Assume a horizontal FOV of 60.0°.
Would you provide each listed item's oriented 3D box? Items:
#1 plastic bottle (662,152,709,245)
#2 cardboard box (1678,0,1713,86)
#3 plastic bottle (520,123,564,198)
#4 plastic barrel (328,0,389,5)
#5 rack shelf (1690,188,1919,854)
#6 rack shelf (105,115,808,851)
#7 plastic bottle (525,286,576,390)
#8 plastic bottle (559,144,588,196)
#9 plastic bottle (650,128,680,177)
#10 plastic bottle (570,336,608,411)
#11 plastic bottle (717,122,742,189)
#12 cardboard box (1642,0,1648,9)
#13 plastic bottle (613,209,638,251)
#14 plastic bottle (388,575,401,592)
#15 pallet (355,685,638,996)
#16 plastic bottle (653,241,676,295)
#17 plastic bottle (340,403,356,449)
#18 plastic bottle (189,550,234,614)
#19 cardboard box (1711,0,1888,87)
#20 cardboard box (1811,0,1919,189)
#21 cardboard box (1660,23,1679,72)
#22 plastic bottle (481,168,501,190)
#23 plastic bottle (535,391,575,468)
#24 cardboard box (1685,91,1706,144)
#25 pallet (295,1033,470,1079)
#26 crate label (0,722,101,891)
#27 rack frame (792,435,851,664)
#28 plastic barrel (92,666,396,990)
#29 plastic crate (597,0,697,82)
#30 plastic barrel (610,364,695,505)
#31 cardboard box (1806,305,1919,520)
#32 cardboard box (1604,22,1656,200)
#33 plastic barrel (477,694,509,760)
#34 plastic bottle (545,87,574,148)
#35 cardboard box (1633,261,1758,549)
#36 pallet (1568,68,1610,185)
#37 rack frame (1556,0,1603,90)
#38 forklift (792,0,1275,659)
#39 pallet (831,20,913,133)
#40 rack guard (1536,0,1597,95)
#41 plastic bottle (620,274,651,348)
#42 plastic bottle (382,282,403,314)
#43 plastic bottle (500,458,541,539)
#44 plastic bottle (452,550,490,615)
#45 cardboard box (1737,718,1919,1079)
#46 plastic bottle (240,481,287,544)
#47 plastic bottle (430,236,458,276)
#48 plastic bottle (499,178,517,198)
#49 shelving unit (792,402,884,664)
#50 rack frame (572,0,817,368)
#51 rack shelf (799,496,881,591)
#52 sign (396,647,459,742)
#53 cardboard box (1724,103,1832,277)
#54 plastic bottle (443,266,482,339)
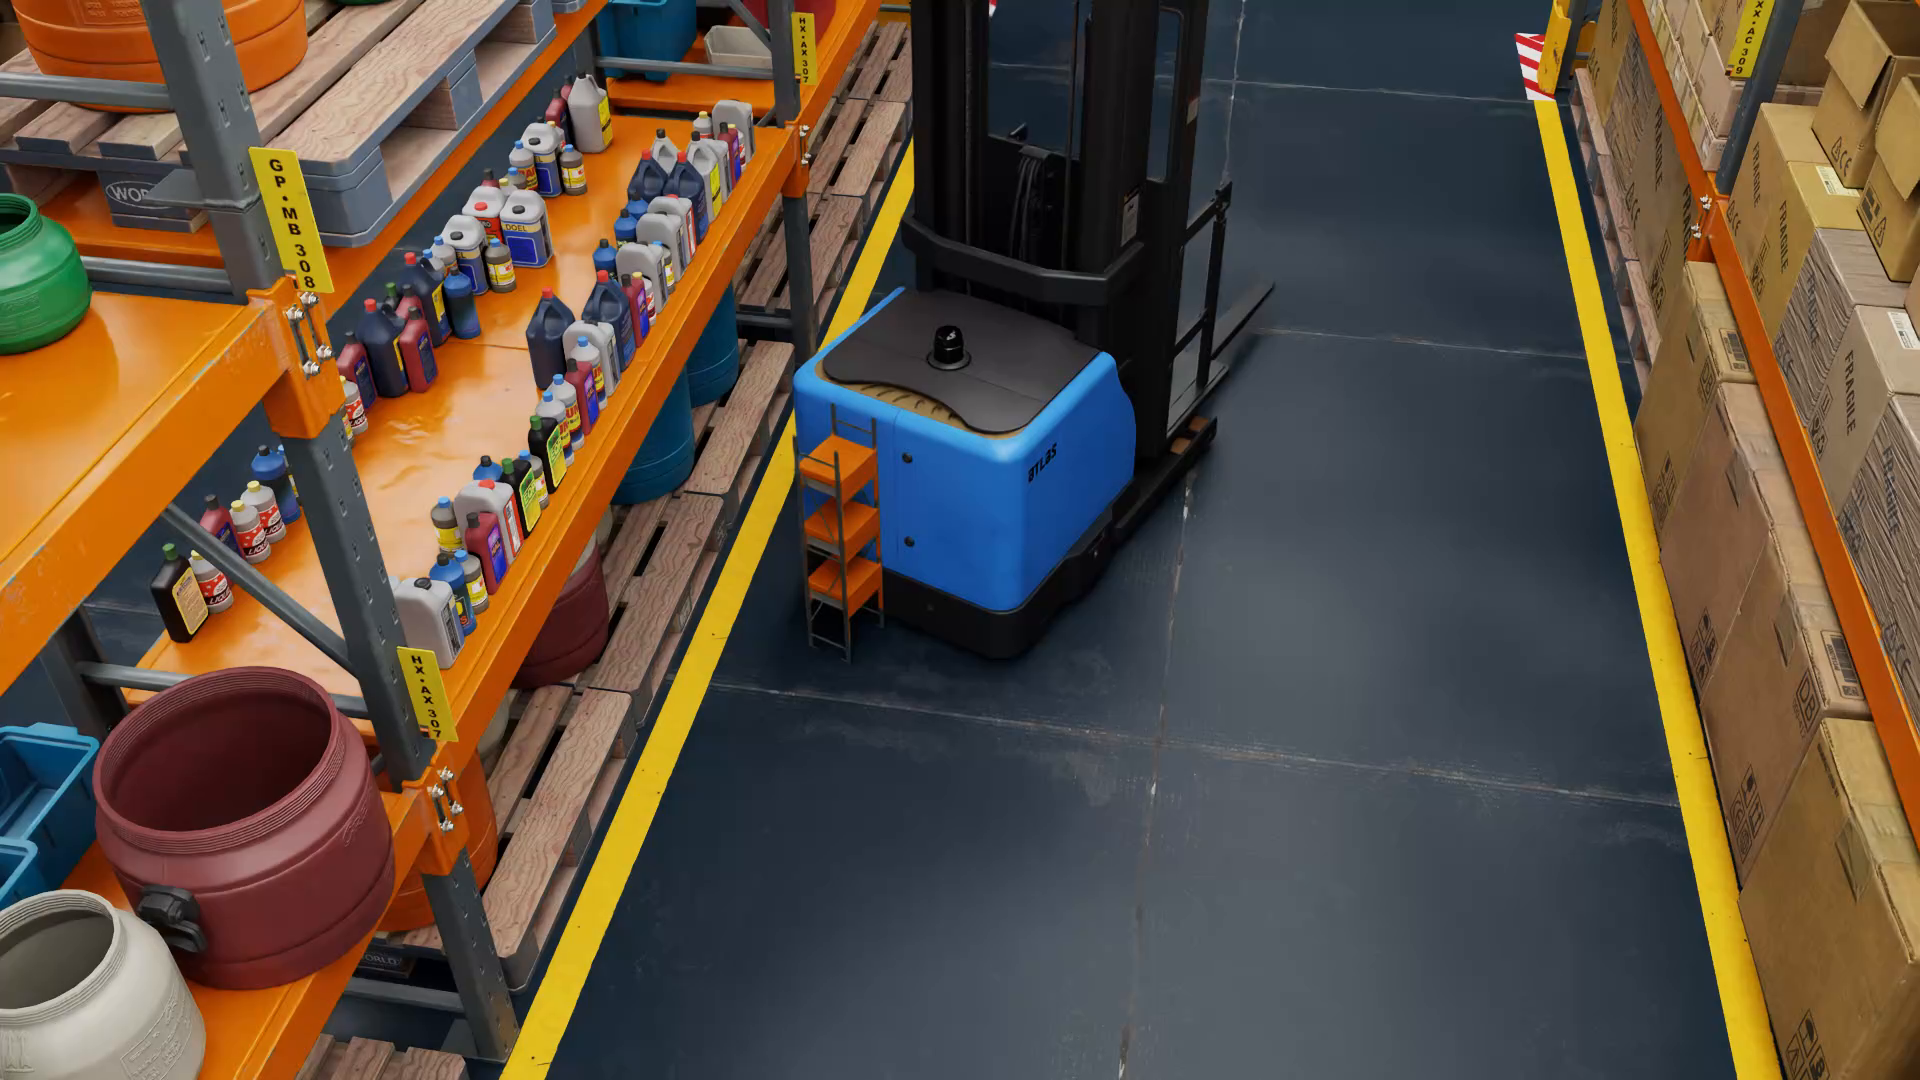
[{"bbox_3d":[-1.090,-1.355,6.574,0.144,0.351,0.185,6,40,8],"label":"plastic bottle"},{"bbox_3d":[3.562,-2.245,7.496,0.500,0.250,0.500,8,40,9],"label":"cardboard box"},{"bbox_3d":[-1.740,-1.577,6.901,0.152,0.276,0.135,6,40,8],"label":"plastic bottle"},{"bbox_3d":[-1.503,-1.491,4.137,0.294,0.245,0.294,0,40,0],"label":"plastic barrel"},{"bbox_3d":[3.311,-0.025,5.490,1.077,0.370,4.000,6,40,8],"label":"rack shelf"},{"bbox_3d":[-1.567,-0.571,6.151,1.077,0.370,4.000,6,40,8],"label":"rack shelf"},{"bbox_3d":[-1.421,-0.712,5.796,0.144,0.351,0.185,6,40,8],"label":"plastic bottle"},{"bbox_3d":[-1.613,-1.546,6.922,0.097,0.201,0.097,0,40,0],"label":"plastic bottle"},{"bbox_3d":[-1.200,-1.487,6.733,0.144,0.351,0.185,6,40,8],"label":"plastic bottle"},{"bbox_3d":[-1.273,-0.574,5.691,0.097,0.271,0.097,0,40,0],"label":"plastic bottle"},{"bbox_3d":[-0.966,-1.625,6.953,0.061,0.283,0.133,6,40,8],"label":"plastic bottle"},{"bbox_3d":[3.698,-2.819,8.502,0.380,0.149,0.250,5,40,7],"label":"cardboard box"},{"bbox_3d":[-1.271,-1.142,6.379,0.097,0.271,0.097,0,40,0],"label":"plastic bottle"},{"bbox_3d":[-1.670,0.202,4.749,0.152,0.276,0.135,6,40,8],"label":"plastic bottle"},{"bbox_3d":[-1.818,0.982,5.896,1.003,0.211,1.213,6,40,8],"label":"pallet"},{"bbox_3d":[-1.138,-1.038,6.307,0.097,0.201,0.097,0,40,0],"label":"plastic bottle"},{"bbox_3d":[-2.084,-0.399,5.534,0.097,0.201,0.097,0,40,0],"label":"plastic bottle"},{"bbox_3d":[-2.225,0.112,4.916,0.097,0.201,0.097,0,40,0],"label":"plastic bottle"},{"bbox_3d":[3.474,-2.221,6.878,0.500,0.500,0.500,7,40,9],"label":"cardboard box"},{"bbox_3d":[3.555,-1.580,5.942,0.797,0.503,0.637,5,40,7],"label":"cardboard box"},{"bbox_3d":[3.565,-2.334,7.916,0.380,0.149,0.250,7,40,9],"label":"cardboard box"},{"bbox_3d":[-1.858,-1.318,6.581,0.061,0.283,0.133,6,40,8],"label":"plastic bottle"},{"bbox_3d":[-1.330,-0.368,5.442,0.097,0.271,0.097,0,40,0],"label":"plastic bottle"},{"bbox_3d":[3.432,-1.850,7.330,0.380,0.149,0.250,7,40,9],"label":"cardboard box"},{"bbox_3d":[-2.085,1.964,4.709,1.003,0.211,1.213,6,40,8],"label":"pallet"},{"bbox_3d":[-2.355,0.695,4.187,0.303,0.233,0.416,6,40,8],"label":"crate label"},{"bbox_3d":[-0.524,0.057,6.357,0.200,1.050,0.008,21,44,24],"label":"rack frame"},{"bbox_3d":[-1.695,0.679,3.968,0.600,0.536,0.708,6,40,8],"label":"plastic barrel"},{"bbox_3d":[-1.476,-2.451,7.826,0.392,0.384,0.575,6,40,8],"label":"plastic crate"},{"bbox_3d":[-1.454,-0.672,7.026,0.600,0.901,0.708,6,40,8],"label":"plastic barrel"},{"bbox_3d":[3.074,-0.380,5.277,0.500,0.500,0.500,7,40,9],"label":"cardboard box"},{"bbox_3d":[4.160,-2.429,9.172,0.875,0.875,0.875,6,40,8],"label":"cardboard box"},{"bbox_3d":[-1.836,0.531,5.877,0.421,0.512,0.421,0,40,0],"label":"plastic barrel"},{"bbox_3d":[-1.728,-1.791,7.154,0.061,0.283,0.133,6,40,8],"label":"plastic bottle"},{"bbox_3d":[3.566,-0.496,6.834,1.225,0.875,0.875,7,40,8],"label":"cardboard box"},{"bbox_3d":[4.288,-2.482,10.087,1.003,0.211,1.213,6,40,8],"label":"pallet"},{"bbox_3d":[4.350,-4.067,9.816,1.000,3.000,0.127,6,40,8],"label":"rack frame"},{"bbox_3d":[0.538,-1.576,6.856,1.130,2.935,3.031,21,44,24],"label":"forklift"},{"bbox_3d":[-0.710,-3.026,10.744,1.003,0.211,1.213,6,40,8],"label":"pallet"},{"bbox_3d":[4.354,-3.119,10.630,1.175,0.500,0.348,6,40,8],"label":"rack guard"},{"bbox_3d":[-1.180,-0.849,6.015,0.061,0.283,0.133,6,40,8],"label":"plastic bottle"},{"bbox_3d":[-2.010,-0.766,5.914,0.061,0.283,0.133,6,40,8],"label":"plastic bottle"},{"bbox_3d":[-1.372,-0.153,5.173,0.061,0.283,0.133,6,40,8],"label":"plastic bottle"},{"bbox_3d":[-1.456,0.117,4.910,0.097,0.201,0.097,0,40,0],"label":"plastic bottle"},{"bbox_3d":[3.105,1.179,4.807,1.225,0.875,0.875,5,40,6],"label":"cardboard box"},{"bbox_3d":[-2.169,-0.094,5.165,0.097,0.201,0.097,0,40,0],"label":"plastic bottle"},{"bbox_3d":[-1.924,-1.009,6.217,0.097,0.271,0.097,0,40,0],"label":"plastic bottle"},{"bbox_3d":[-1.820,-1.357,6.693,0.097,0.201,0.097,0,40,0],"label":"plastic bottle"},{"bbox_3d":[-0.461,-0.009,6.437,0.215,1.050,0.252,21,44,24],"label":"shelving unit"},{"bbox_3d":[-1.221,-2.103,7.440,1.000,3.000,0.127,6,40,8],"label":"rack frame"},{"bbox_3d":[-0.461,-0.001,6.444,0.215,0.259,0.240,21,44,24],"label":"rack shelf"},{"bbox_3d":[-1.370,0.400,4.283,0.100,0.325,0.005,6,40,8],"label":"sign"},{"bbox_3d":[3.332,-1.334,6.432,0.500,0.500,0.500,7,40,8],"label":"cardboard box"},{"bbox_3d":[-1.815,-0.871,6.050,0.097,0.271,0.097,0,40,0],"label":"plastic bottle"}]
